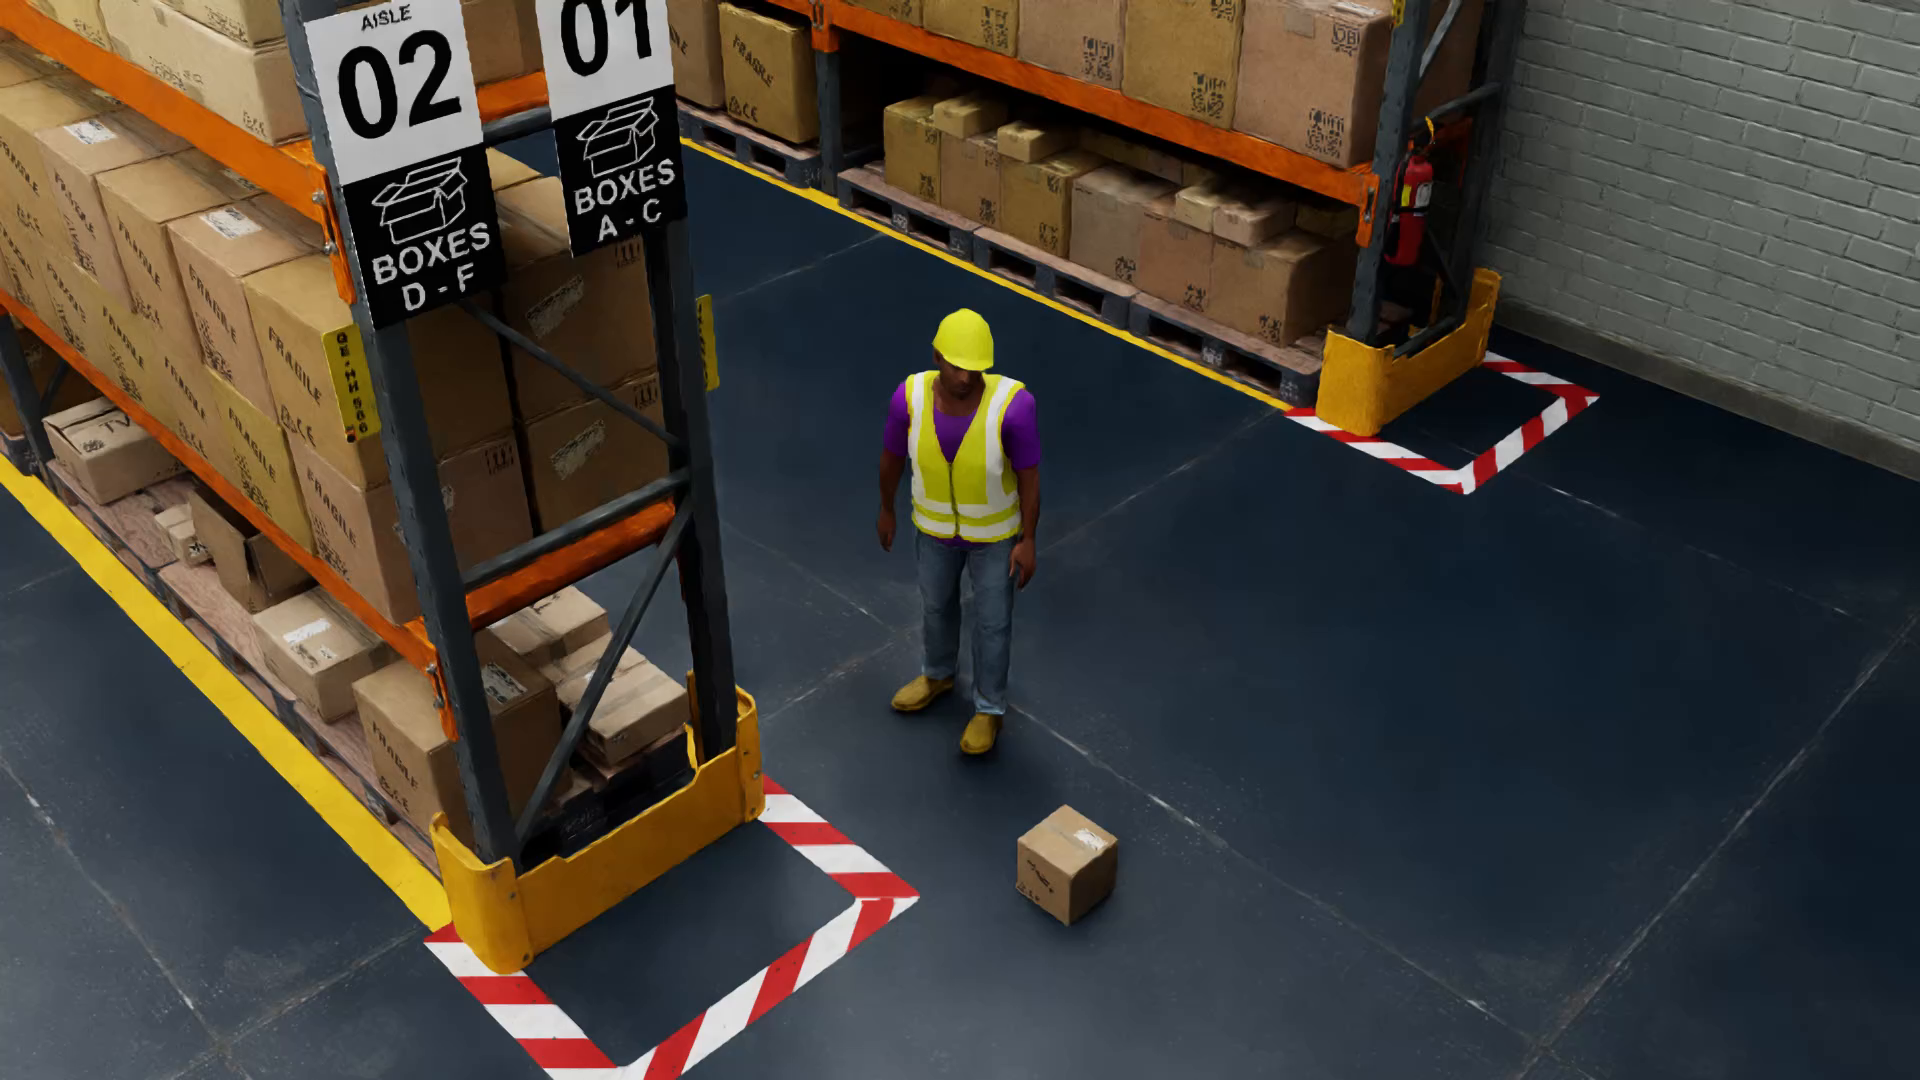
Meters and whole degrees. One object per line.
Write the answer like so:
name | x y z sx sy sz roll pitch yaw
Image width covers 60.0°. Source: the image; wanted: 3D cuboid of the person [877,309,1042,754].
person | -0.034 -0.015 6.105 0.650 1.768 0.521 10 36 13
